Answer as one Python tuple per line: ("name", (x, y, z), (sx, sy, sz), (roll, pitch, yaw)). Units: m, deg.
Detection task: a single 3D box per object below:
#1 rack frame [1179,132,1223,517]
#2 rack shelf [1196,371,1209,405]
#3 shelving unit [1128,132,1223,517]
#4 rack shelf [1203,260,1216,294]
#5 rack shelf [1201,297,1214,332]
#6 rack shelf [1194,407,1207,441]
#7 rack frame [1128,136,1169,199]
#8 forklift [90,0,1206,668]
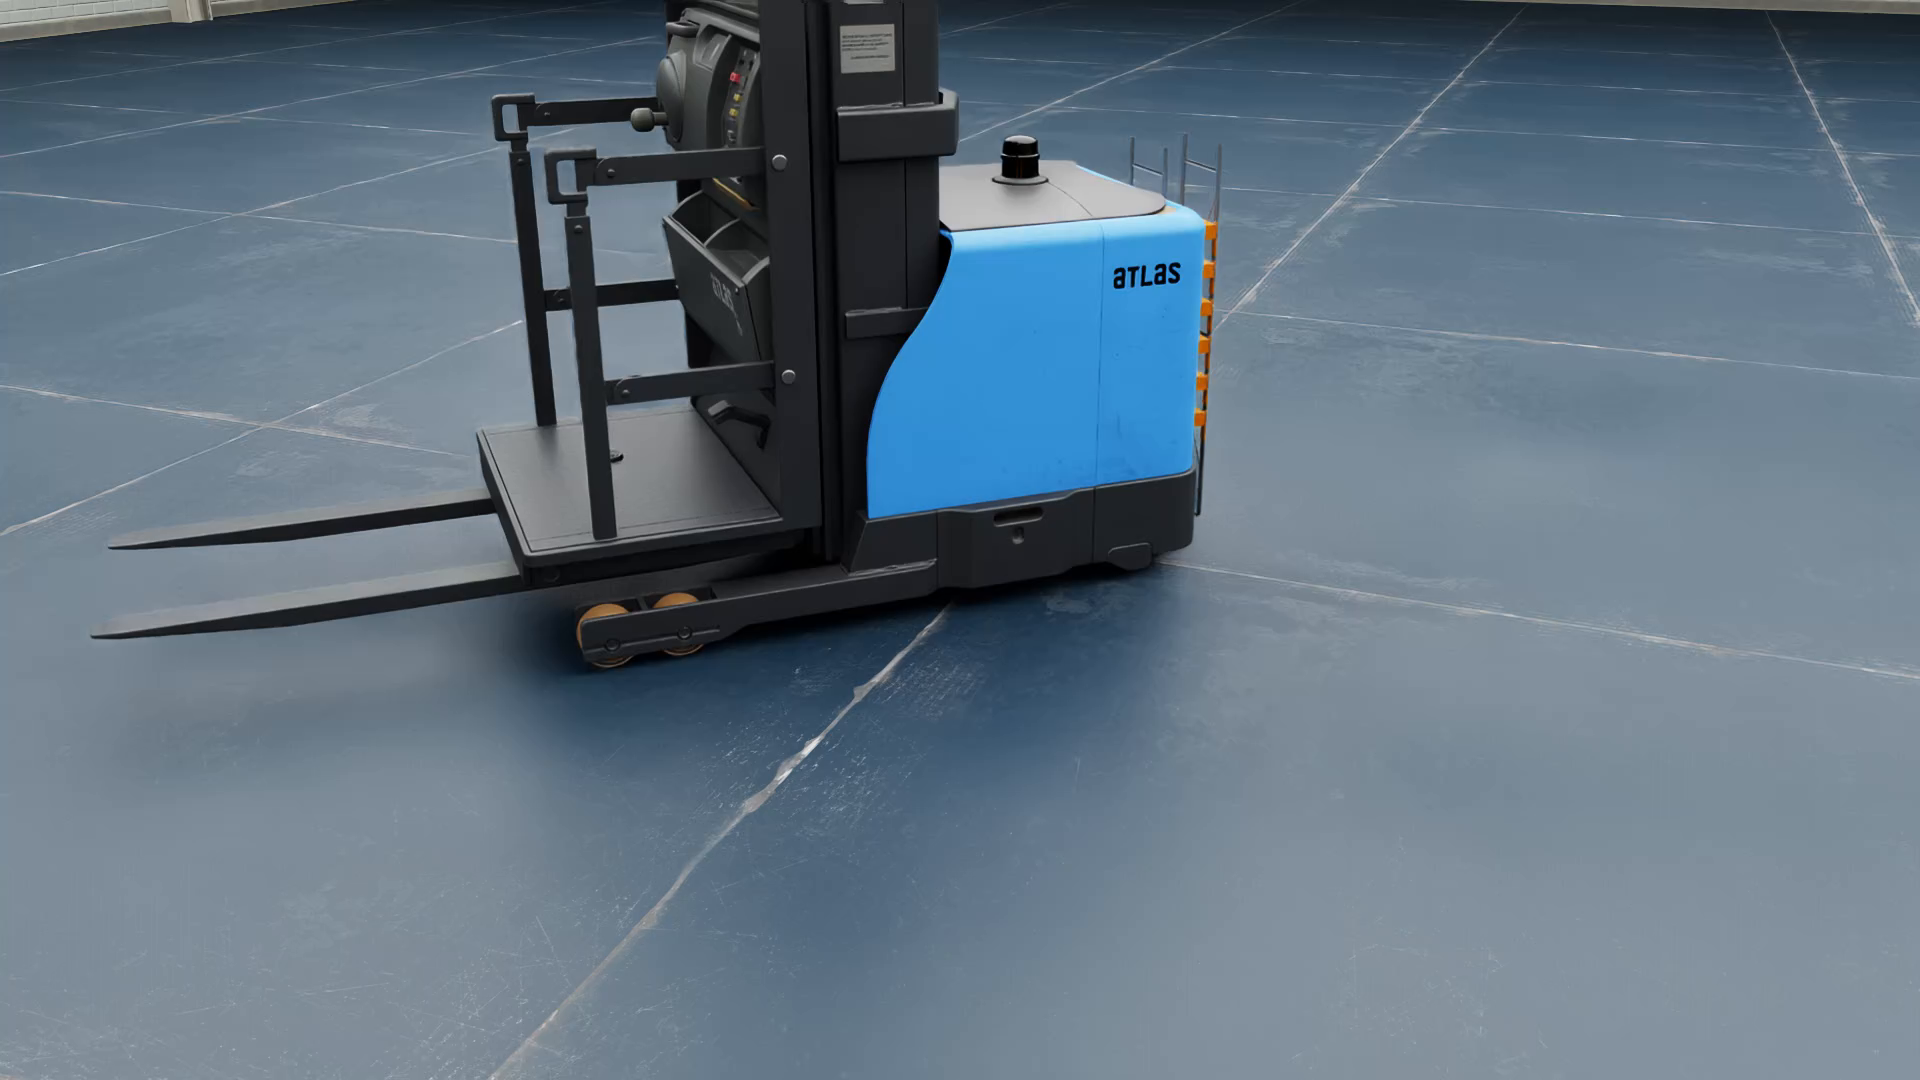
("rack frame", (0.740, -0.672, 5.302), (0.006, 1.200, 0.240), (-9, 24, -20))
("rack shelf", (0.655, -0.507, 5.334), (0.180, 0.103, 0.258), (-9, 24, -20))
("shelving unit", (0.655, -0.659, 5.271), (0.189, 1.200, 0.258), (-9, 24, -20))
("rack shelf", (0.655, -0.839, 5.195), (0.180, 0.103, 0.258), (-9, 24, -20))
("rack shelf", (0.655, -0.729, 5.241), (0.180, 0.103, 0.258), (-9, 24, -20))
("rack shelf", (0.655, -0.396, 5.380), (0.180, 0.103, 0.258), (-9, 24, -20))
("rack frame", (0.570, -0.646, 5.239), (0.006, 1.200, 0.240), (-9, 24, -20))
("forklift", (-0.860, -1.201, 4.438), (3.031, 2.843, 1.129), (-9, 24, -20))
